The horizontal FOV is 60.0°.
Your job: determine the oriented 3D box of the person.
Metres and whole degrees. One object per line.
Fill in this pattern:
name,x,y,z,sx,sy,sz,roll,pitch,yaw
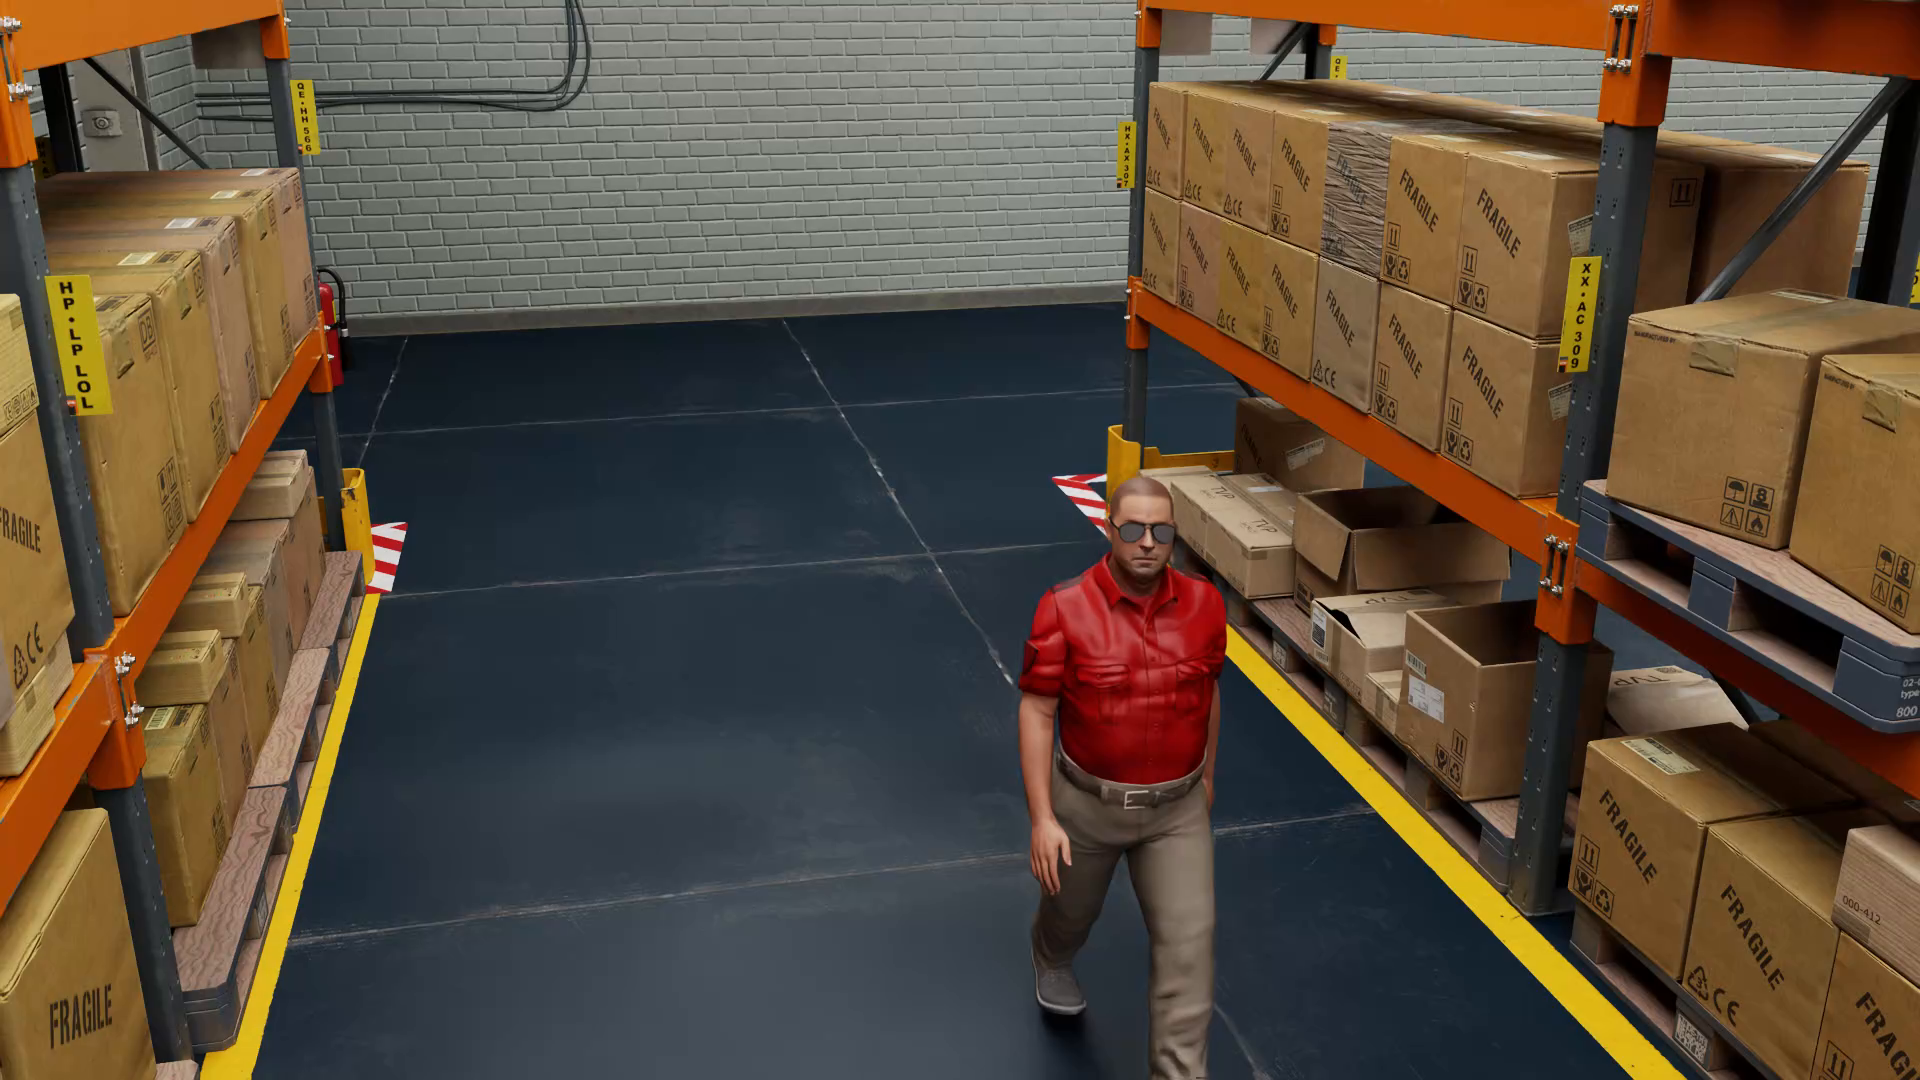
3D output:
person,0.427,0.672,4.211,0.569,1.671,1.056,-2,20,-7
